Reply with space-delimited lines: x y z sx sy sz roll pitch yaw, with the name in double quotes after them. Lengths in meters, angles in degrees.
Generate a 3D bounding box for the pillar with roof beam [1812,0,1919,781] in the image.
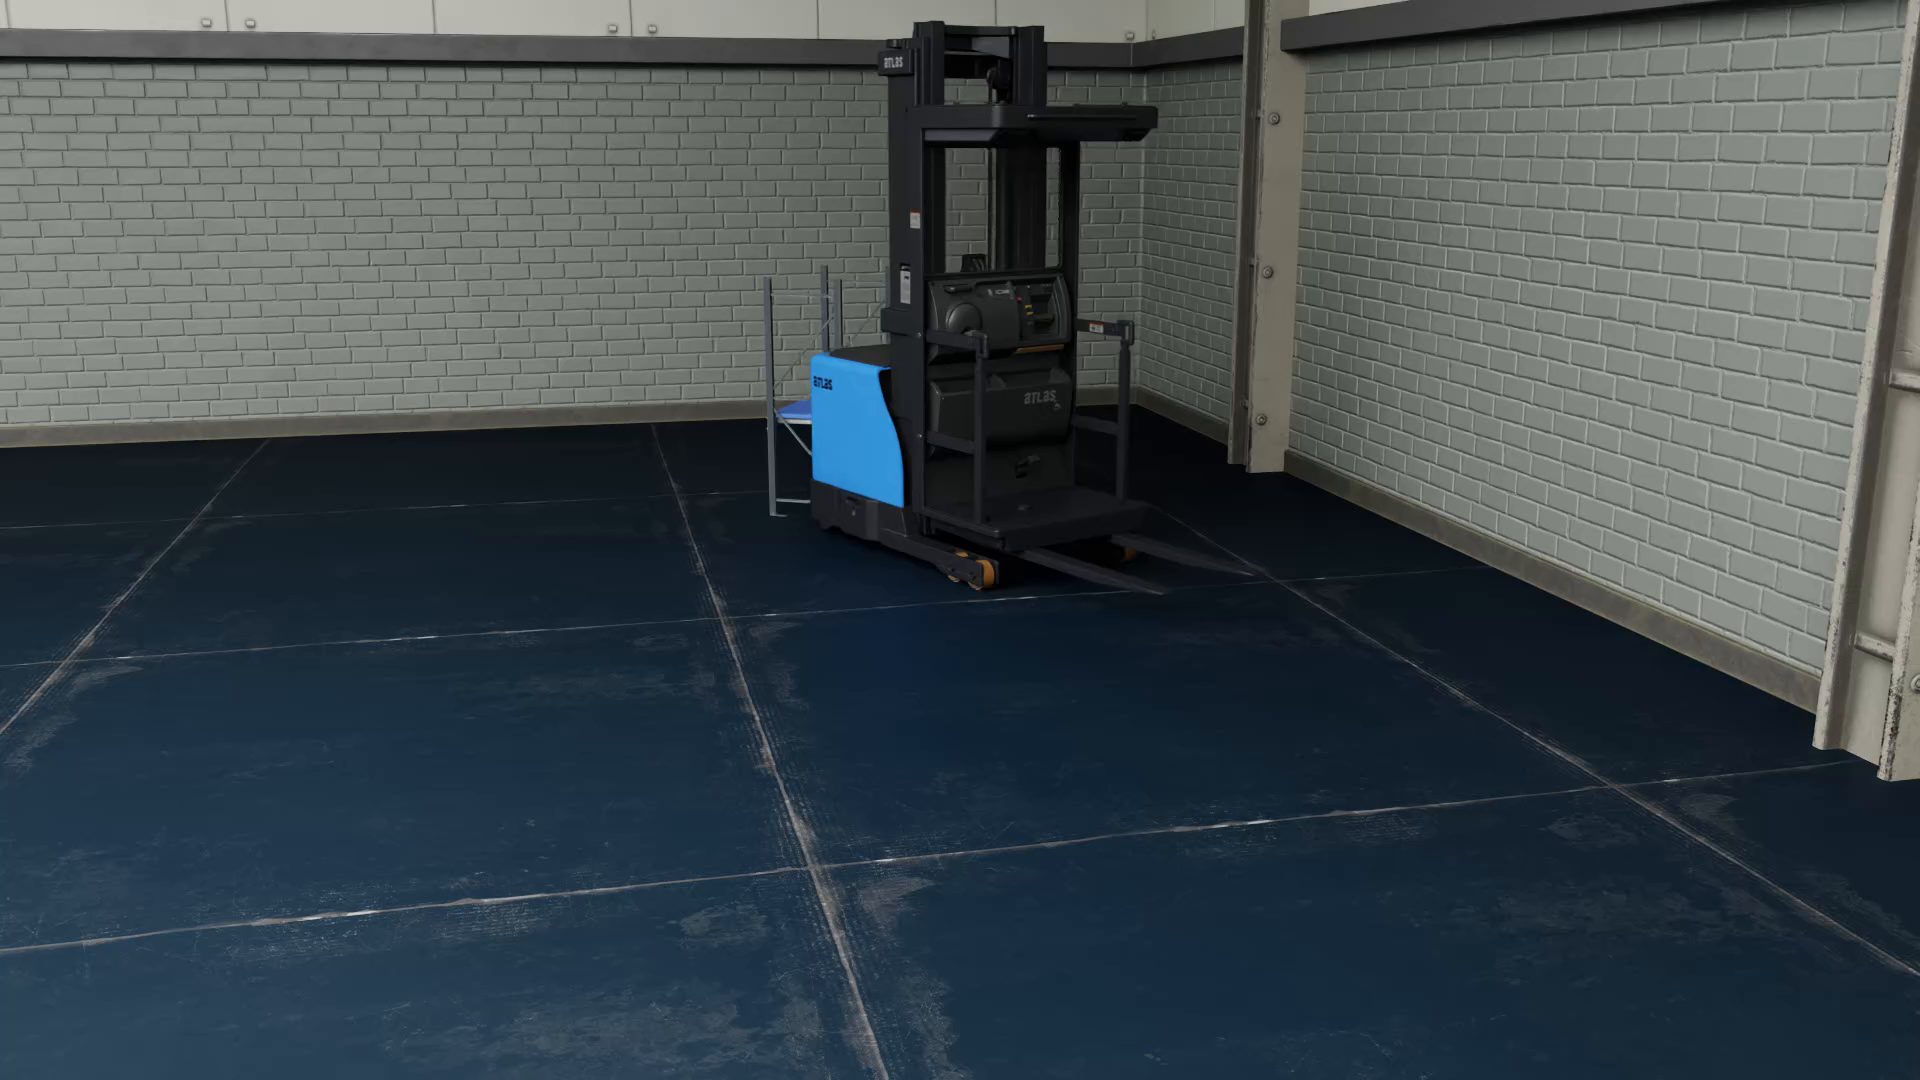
-0.610 -3.282 4.398 9.100 9.000 0.400 -3 14 -13 "pillar with roof beam"

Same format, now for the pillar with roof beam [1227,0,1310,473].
-2.019 -4.666 10.064 9.100 9.000 0.400 -3 14 -13 "pillar with roof beam"

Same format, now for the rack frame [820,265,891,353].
-0.691 -1.102 11.278 0.500 1.500 0.032 4 14 15 "rack frame"

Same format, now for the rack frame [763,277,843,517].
-0.962 -0.870 10.326 0.500 1.500 0.032 4 14 15 "rack frame"

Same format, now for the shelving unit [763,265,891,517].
-0.827 -0.986 10.802 0.538 1.500 1.048 4 14 15 "shelving unit"

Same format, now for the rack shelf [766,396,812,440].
-0.827 -0.811 10.845 0.538 0.185 1.000 4 14 15 "rack shelf"

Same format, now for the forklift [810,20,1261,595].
0.352 -1.286 9.016 1.130 2.935 3.031 -10 17 -35 "forklift"
